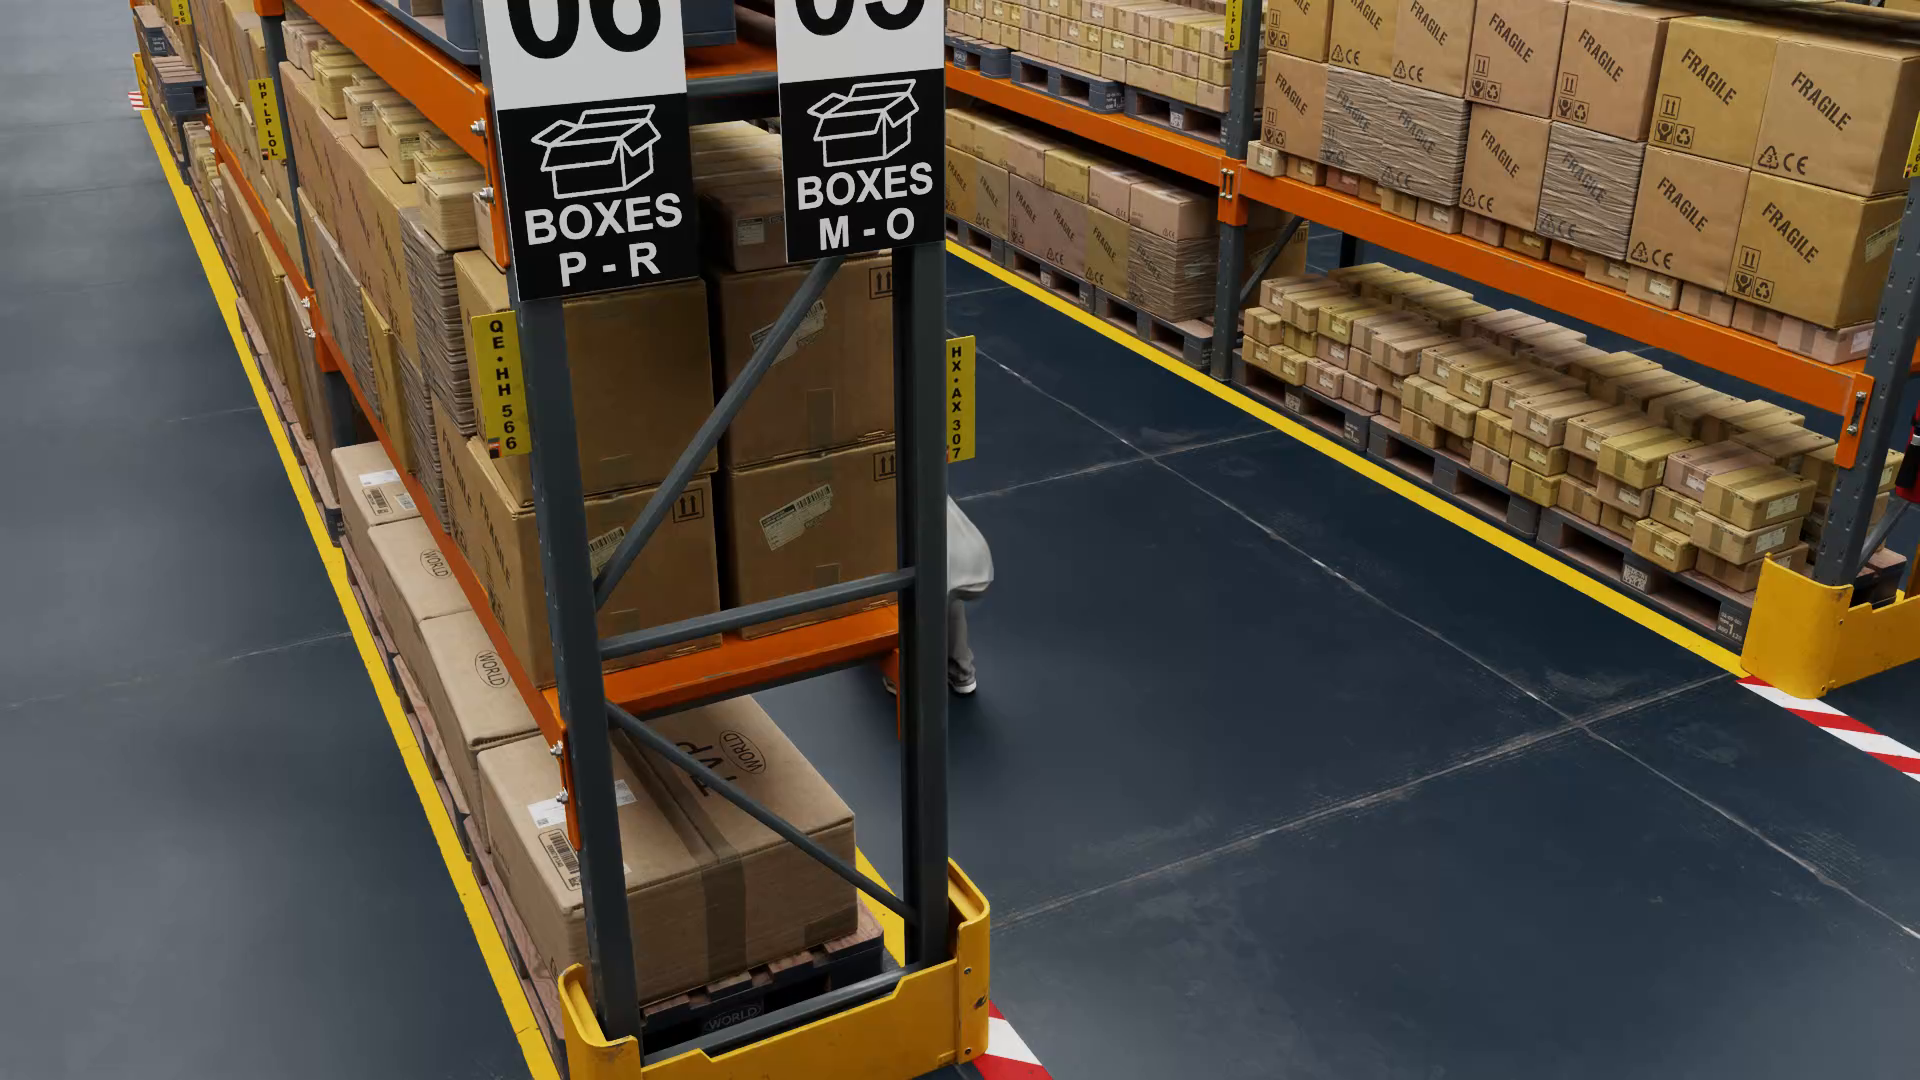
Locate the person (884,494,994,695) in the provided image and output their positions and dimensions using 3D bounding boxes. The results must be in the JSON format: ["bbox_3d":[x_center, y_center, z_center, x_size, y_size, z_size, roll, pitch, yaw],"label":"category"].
[{"bbox_3d":[-0.185,0.148,6.625,0.430,0.896,0.851,-14,29,-27],"label":"person"}]
